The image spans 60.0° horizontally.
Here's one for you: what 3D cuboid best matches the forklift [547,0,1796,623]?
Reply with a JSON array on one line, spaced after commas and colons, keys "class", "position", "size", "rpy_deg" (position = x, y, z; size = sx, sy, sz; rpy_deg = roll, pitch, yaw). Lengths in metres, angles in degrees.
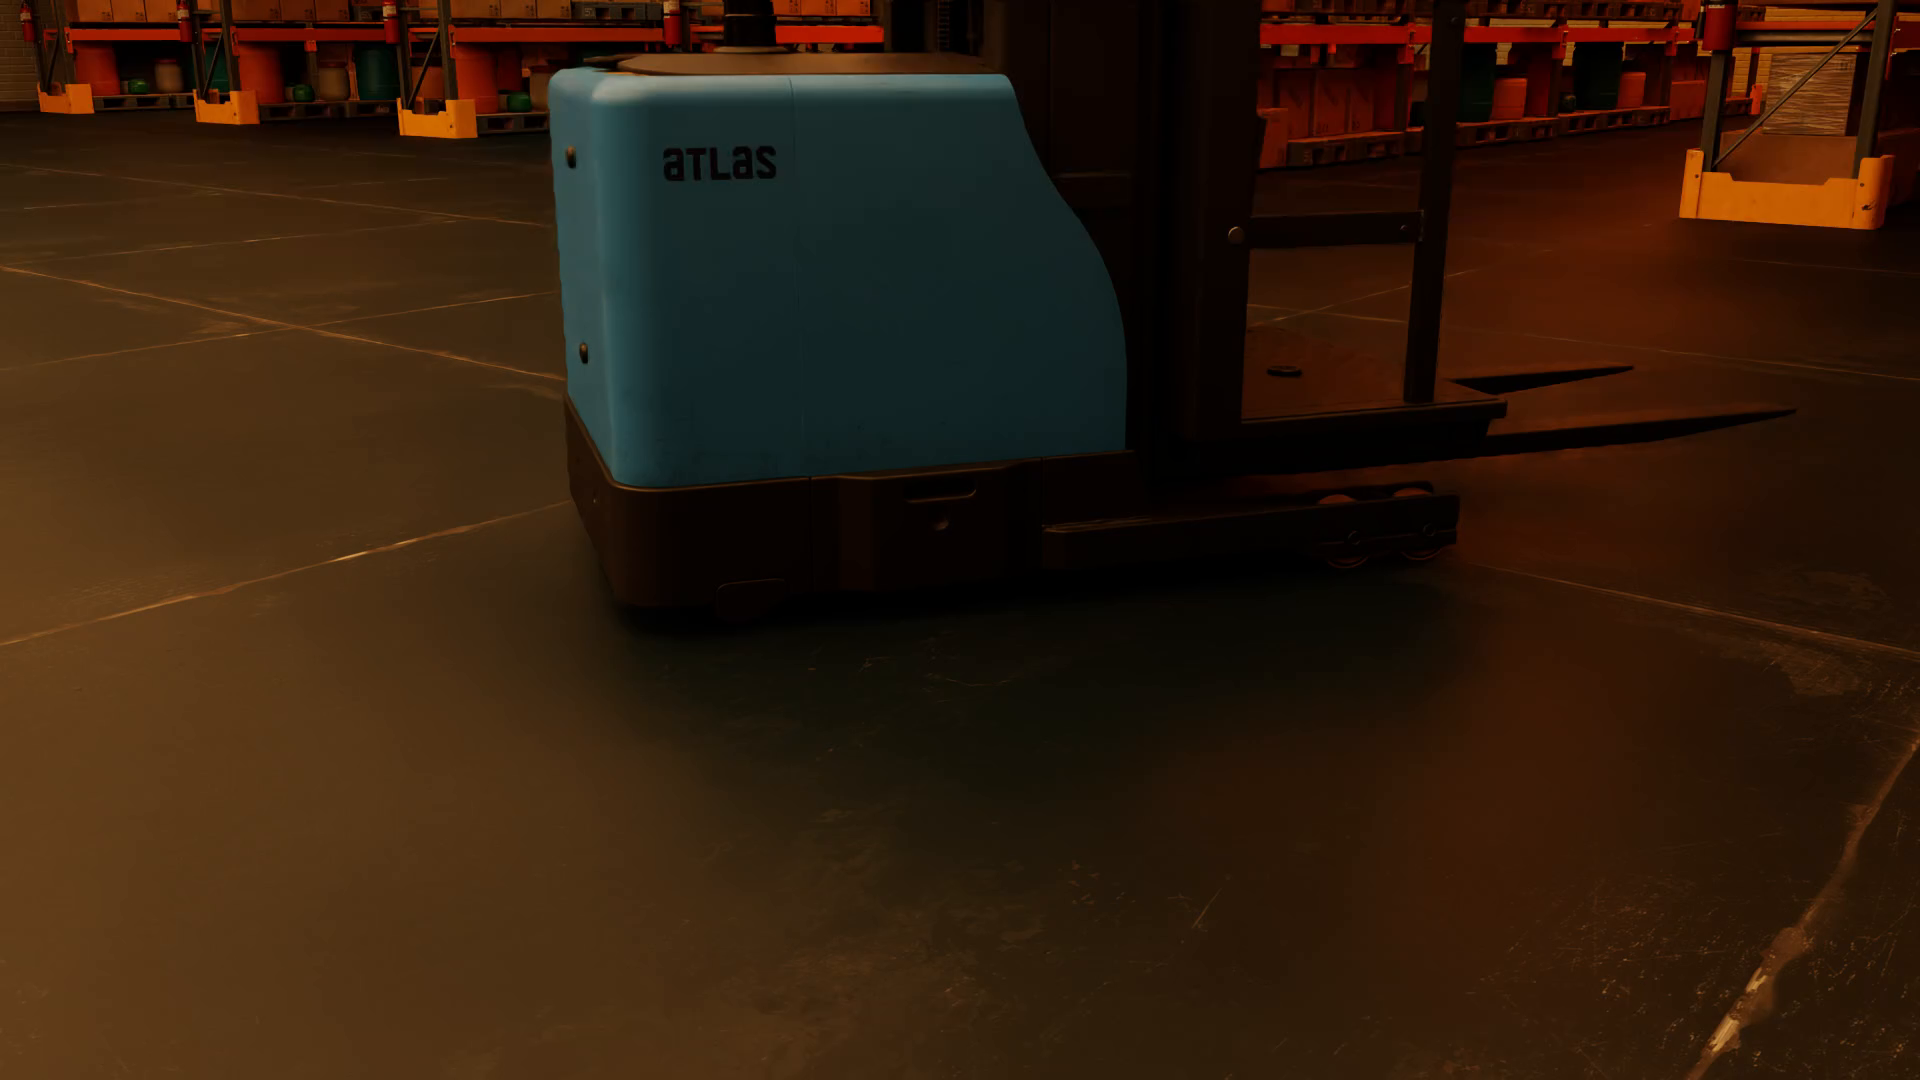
[{"class": "forklift", "position": [0.613, -1.476, 3.757], "size": [3.031, 2.935, 1.130], "rpy_deg": [-6, 18, -18]}]
